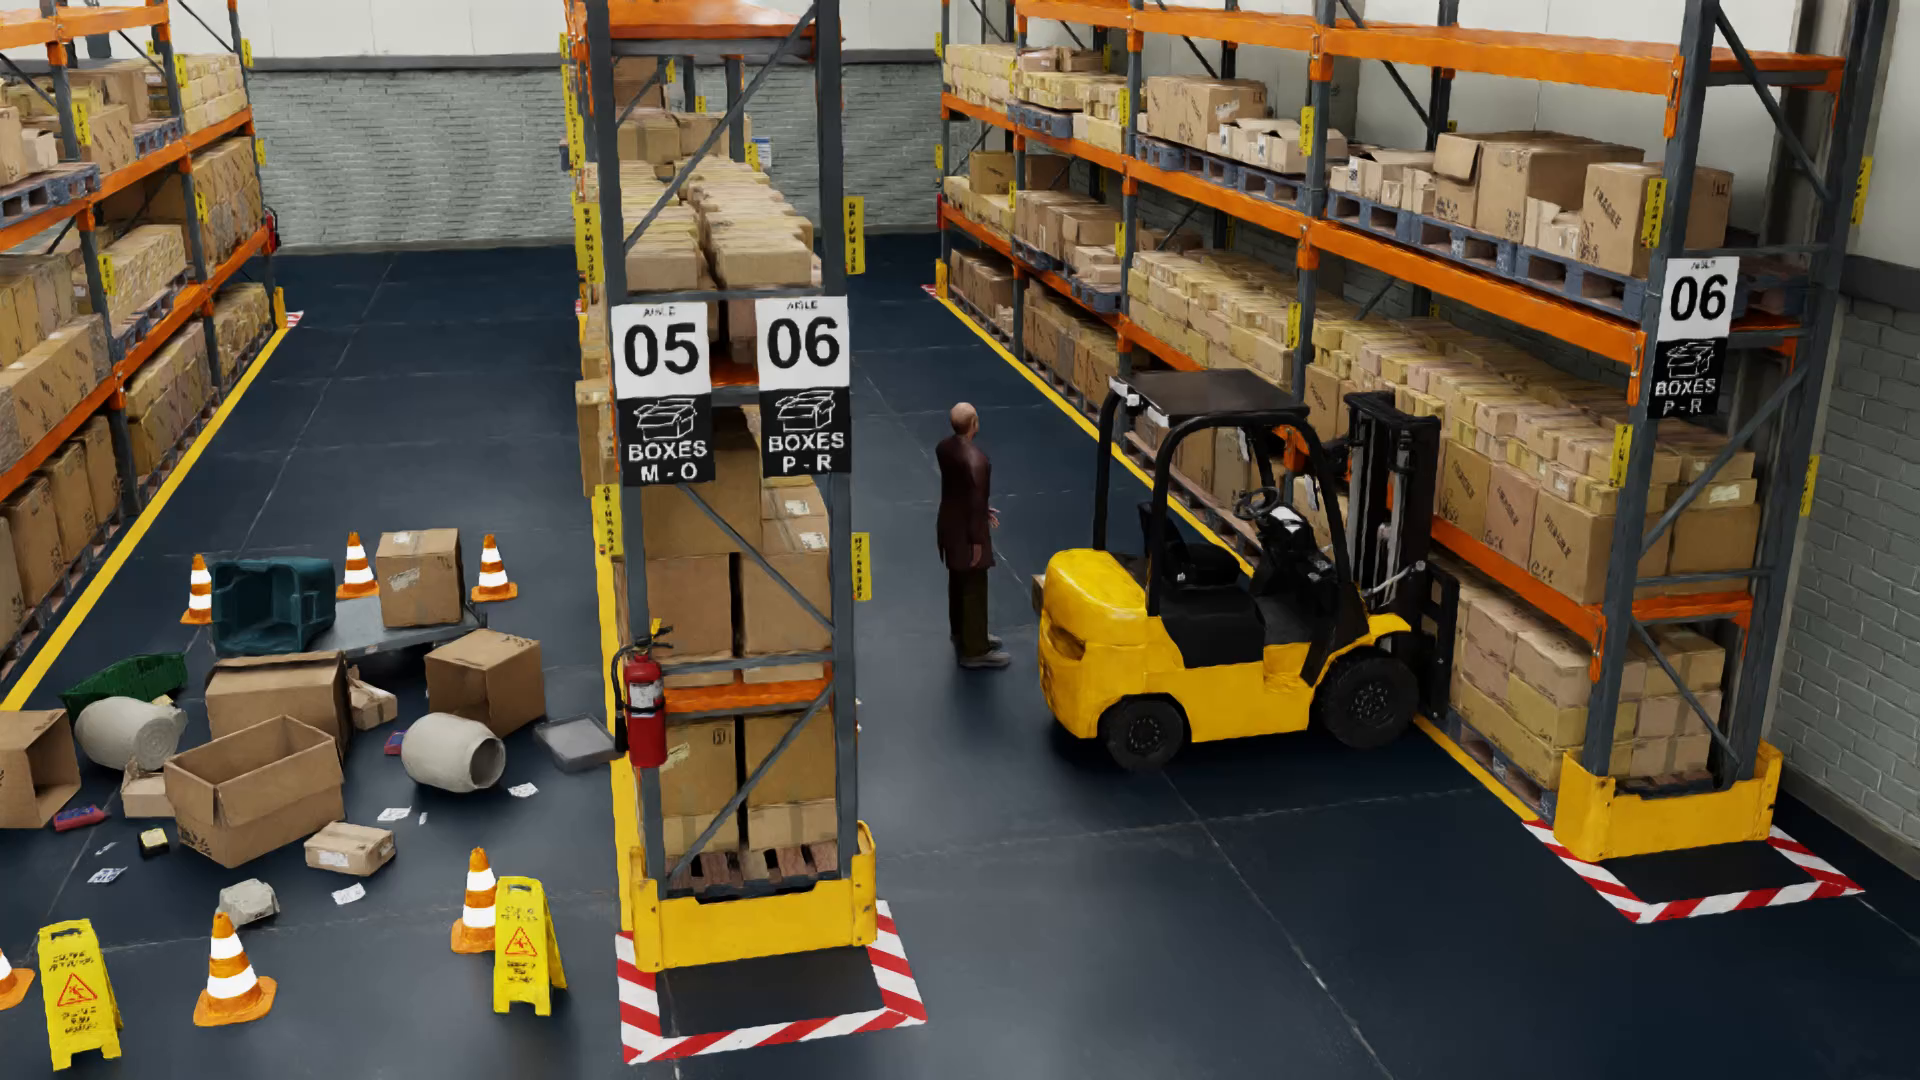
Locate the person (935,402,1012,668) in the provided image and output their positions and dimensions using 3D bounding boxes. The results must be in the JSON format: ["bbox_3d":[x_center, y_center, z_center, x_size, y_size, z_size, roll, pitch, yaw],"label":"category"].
[{"bbox_3d":[0.101,-0.062,11.261,0.461,1.778,0.628,-9,21,-25],"label":"person"}]
